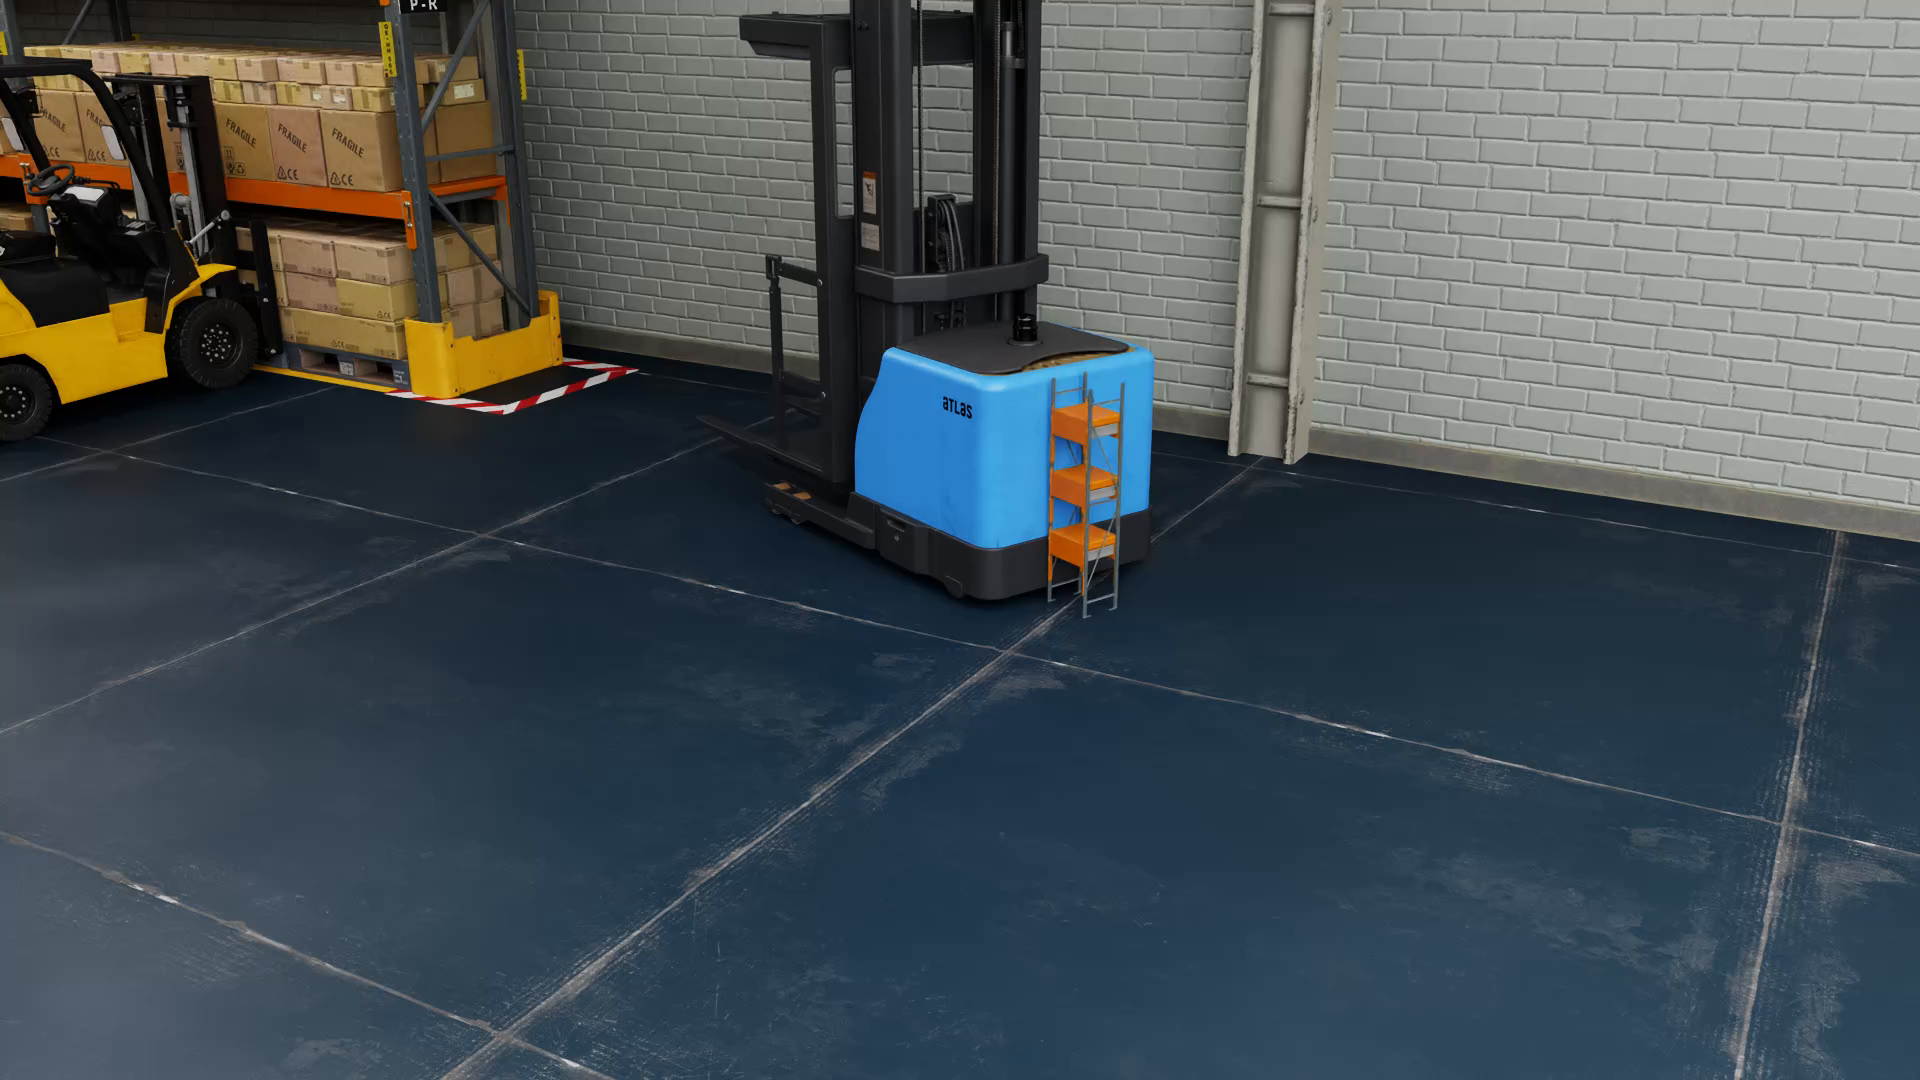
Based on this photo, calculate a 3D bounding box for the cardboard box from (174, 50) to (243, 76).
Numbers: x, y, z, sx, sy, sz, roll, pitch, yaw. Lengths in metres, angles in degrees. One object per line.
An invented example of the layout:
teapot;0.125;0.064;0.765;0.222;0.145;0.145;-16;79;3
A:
cardboard box;-5.226;-3.324;11.597;0.250;0.149;0.380;11;23;28

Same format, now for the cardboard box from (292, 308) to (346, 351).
cardboard box;-4.251;-1.510;11.546;0.500;0.250;0.500;11;23;27

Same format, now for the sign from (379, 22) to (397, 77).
sign;-3.534;-3.032;10.280;0.005;0.325;0.100;11;23;27

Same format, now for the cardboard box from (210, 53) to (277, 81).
cardboard box;-4.836;-3.207;11.272;0.250;0.149;0.380;11;23;28

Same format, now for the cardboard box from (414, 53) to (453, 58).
cardboard box;-3.648;-3.210;11.281;0.250;0.149;0.380;12;23;29

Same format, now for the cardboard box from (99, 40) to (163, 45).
cardboard box;-6.323;-3.729;12.714;0.250;0.149;0.380;11;23;27

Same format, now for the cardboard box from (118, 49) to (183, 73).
cardboard box;-5.702;-3.386;11.768;0.250;0.149;0.380;10;22;26

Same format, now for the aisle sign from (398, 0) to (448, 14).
aisle sign;-3.343;-3.659;10.242;0.004;0.787;0.394;11;23;27

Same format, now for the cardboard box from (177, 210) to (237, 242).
cardboard box;-5.598;-2.234;12.076;0.500;0.250;0.500;12;23;29

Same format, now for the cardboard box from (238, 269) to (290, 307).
cardboard box;-4.728;-1.830;11.693;0.500;0.250;0.500;10;22;26

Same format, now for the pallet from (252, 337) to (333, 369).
pallet;-5.006;-1.543;12.308;1.213;0.211;1.003;11;23;27

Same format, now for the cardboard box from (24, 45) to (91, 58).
cardboard box;-6.616;-3.551;12.222;0.250;0.149;0.380;11;23;28

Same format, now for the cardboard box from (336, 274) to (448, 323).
cardboard box;-3.834;-1.663;11.235;0.500;0.250;0.500;10;22;27

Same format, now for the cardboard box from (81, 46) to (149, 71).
cardboard box;-6.116;-3.495;12.067;0.250;0.149;0.380;10;22;26

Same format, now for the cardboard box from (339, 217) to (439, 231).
cardboard box;-4.022;-2.129;11.785;0.500;0.250;0.500;11;23;27

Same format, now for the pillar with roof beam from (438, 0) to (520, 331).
pillar with roof beam;-5.525;-4.458;7.459;0.400;9.000;9.100;11;23;27

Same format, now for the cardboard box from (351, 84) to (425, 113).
cardboard box;-3.696;-2.862;10.758;0.250;0.149;0.380;11;23;28

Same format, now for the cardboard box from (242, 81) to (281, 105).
cardboard box;-4.598;-3.032;11.226;0.250;0.149;0.380;10;22;26

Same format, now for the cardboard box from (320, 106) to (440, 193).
cardboard box;-3.815;-2.586;10.950;0.500;0.500;0.500;10;22;26

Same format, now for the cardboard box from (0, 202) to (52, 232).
cardboard box;-7.210;-2.365;13.354;0.625;0.625;0.875;12;23;30

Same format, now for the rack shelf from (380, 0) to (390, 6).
rack shelf;-5.003;-3.940;11.485;4.000;0.370;1.077;11;23;27

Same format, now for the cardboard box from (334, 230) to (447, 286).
cardboard box;-3.811;-1.894;11.138;0.500;0.250;0.500;12;23;29

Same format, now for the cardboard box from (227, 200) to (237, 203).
cardboard box;-5.775;-2.472;12.730;0.500;0.250;0.500;10;22;27

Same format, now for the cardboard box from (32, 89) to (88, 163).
cardboard box;-6.489;-3.096;12.356;0.500;0.500;0.500;10;22;26

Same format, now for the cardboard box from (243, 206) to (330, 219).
cardboard box;-4.898;-2.302;12.264;0.500;0.250;0.500;10;22;26

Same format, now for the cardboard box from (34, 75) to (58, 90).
cardboard box;-6.599;-3.421;12.301;0.250;0.149;0.380;10;22;26

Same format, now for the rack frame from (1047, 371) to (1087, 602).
rack frame;0.480;-0.230;7.460;0.200;1.050;0.008;-14;24;-34

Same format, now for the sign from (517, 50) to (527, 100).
sign;-2.981;-3.144;11.248;0.005;0.325;0.100;11;23;27

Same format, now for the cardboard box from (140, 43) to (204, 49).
cardboard box;-5.887;-3.635;12.454;0.250;0.149;0.380;11;22;27

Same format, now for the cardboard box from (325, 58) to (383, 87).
cardboard box;-3.903;-3.056;10.857;0.250;0.149;0.380;11;23;27

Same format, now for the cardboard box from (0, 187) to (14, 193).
cardboard box;-8.541;-2.621;14.059;0.625;0.625;0.875;10;22;25

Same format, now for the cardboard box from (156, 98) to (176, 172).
cardboard box;-5.584;-2.931;11.899;0.500;0.500;0.500;11;22;27

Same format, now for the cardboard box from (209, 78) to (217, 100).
cardboard box;-5.002;-3.136;11.514;0.250;0.149;0.380;11;22;27

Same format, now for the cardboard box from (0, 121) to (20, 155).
cardboard box;-7.317;-3.136;12.832;0.500;0.250;0.500;11;23;29

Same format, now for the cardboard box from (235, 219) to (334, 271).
cardboard box;-4.705;-2.058;11.591;0.500;0.250;0.500;11;23;28

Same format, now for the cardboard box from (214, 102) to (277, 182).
cardboard box;-4.711;-2.760;11.430;0.500;0.500;0.500;10;22;26

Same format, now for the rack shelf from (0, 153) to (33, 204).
rack shelf;-8.495;-3.195;13.830;4.000;0.370;1.077;11;23;27

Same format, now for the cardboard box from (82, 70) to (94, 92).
cardboard box;-6.131;-3.344;12.087;0.250;0.149;0.380;11;23;27

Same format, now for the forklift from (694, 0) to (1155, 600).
forklift;-0.374;-1.547;8.333;1.130;2.935;3.031;-14;24;-34

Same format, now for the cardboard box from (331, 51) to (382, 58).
cardboard box;-4.104;-3.286;11.490;0.250;0.149;0.380;11;23;28

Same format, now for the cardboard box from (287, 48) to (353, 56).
cardboard box;-4.528;-3.395;11.792;0.250;0.149;0.380;10;22;26

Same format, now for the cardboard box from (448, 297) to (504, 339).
cardboard box;-3.590;-1.580;11.739;0.500;0.250;0.500;11;23;28

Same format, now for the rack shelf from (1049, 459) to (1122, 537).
rack shelf;0.554;-0.187;7.372;0.215;0.259;0.240;-14;24;-34

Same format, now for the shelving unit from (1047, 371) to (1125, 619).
shelving unit;0.554;-0.197;7.369;0.215;1.050;0.252;-14;24;-34

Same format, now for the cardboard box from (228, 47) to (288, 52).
cardboard box;-5.015;-3.455;11.958;0.250;0.149;0.380;12;23;29

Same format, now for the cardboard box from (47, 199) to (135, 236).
cardboard box;-6.480;-2.402;12.538;0.500;0.250;0.500;10;22;26

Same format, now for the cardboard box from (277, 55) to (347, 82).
cardboard box;-4.326;-3.155;11.130;0.250;0.149;0.380;11;23;28

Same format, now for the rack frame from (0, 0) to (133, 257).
rack frame;-6.749;-3.201;12.790;0.127;3.000;1.000;11;23;27

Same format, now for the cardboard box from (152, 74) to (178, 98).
cardboard box;-5.496;-3.200;11.690;0.250;0.149;0.380;10;22;26

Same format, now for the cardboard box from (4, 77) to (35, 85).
cardboard box;-7.156;-3.543;12.637;0.250;0.149;0.380;12;23;29

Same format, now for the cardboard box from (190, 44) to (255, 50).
cardboard box;-5.421;-3.563;12.255;0.250;0.149;0.380;10;22;26

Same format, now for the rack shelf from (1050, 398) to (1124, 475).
rack shelf;0.554;-0.454;7.276;0.215;0.259;0.240;-14;24;-34

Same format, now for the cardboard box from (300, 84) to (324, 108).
cardboard box;-4.131;-2.957;11.020;0.250;0.149;0.380;11;23;28
